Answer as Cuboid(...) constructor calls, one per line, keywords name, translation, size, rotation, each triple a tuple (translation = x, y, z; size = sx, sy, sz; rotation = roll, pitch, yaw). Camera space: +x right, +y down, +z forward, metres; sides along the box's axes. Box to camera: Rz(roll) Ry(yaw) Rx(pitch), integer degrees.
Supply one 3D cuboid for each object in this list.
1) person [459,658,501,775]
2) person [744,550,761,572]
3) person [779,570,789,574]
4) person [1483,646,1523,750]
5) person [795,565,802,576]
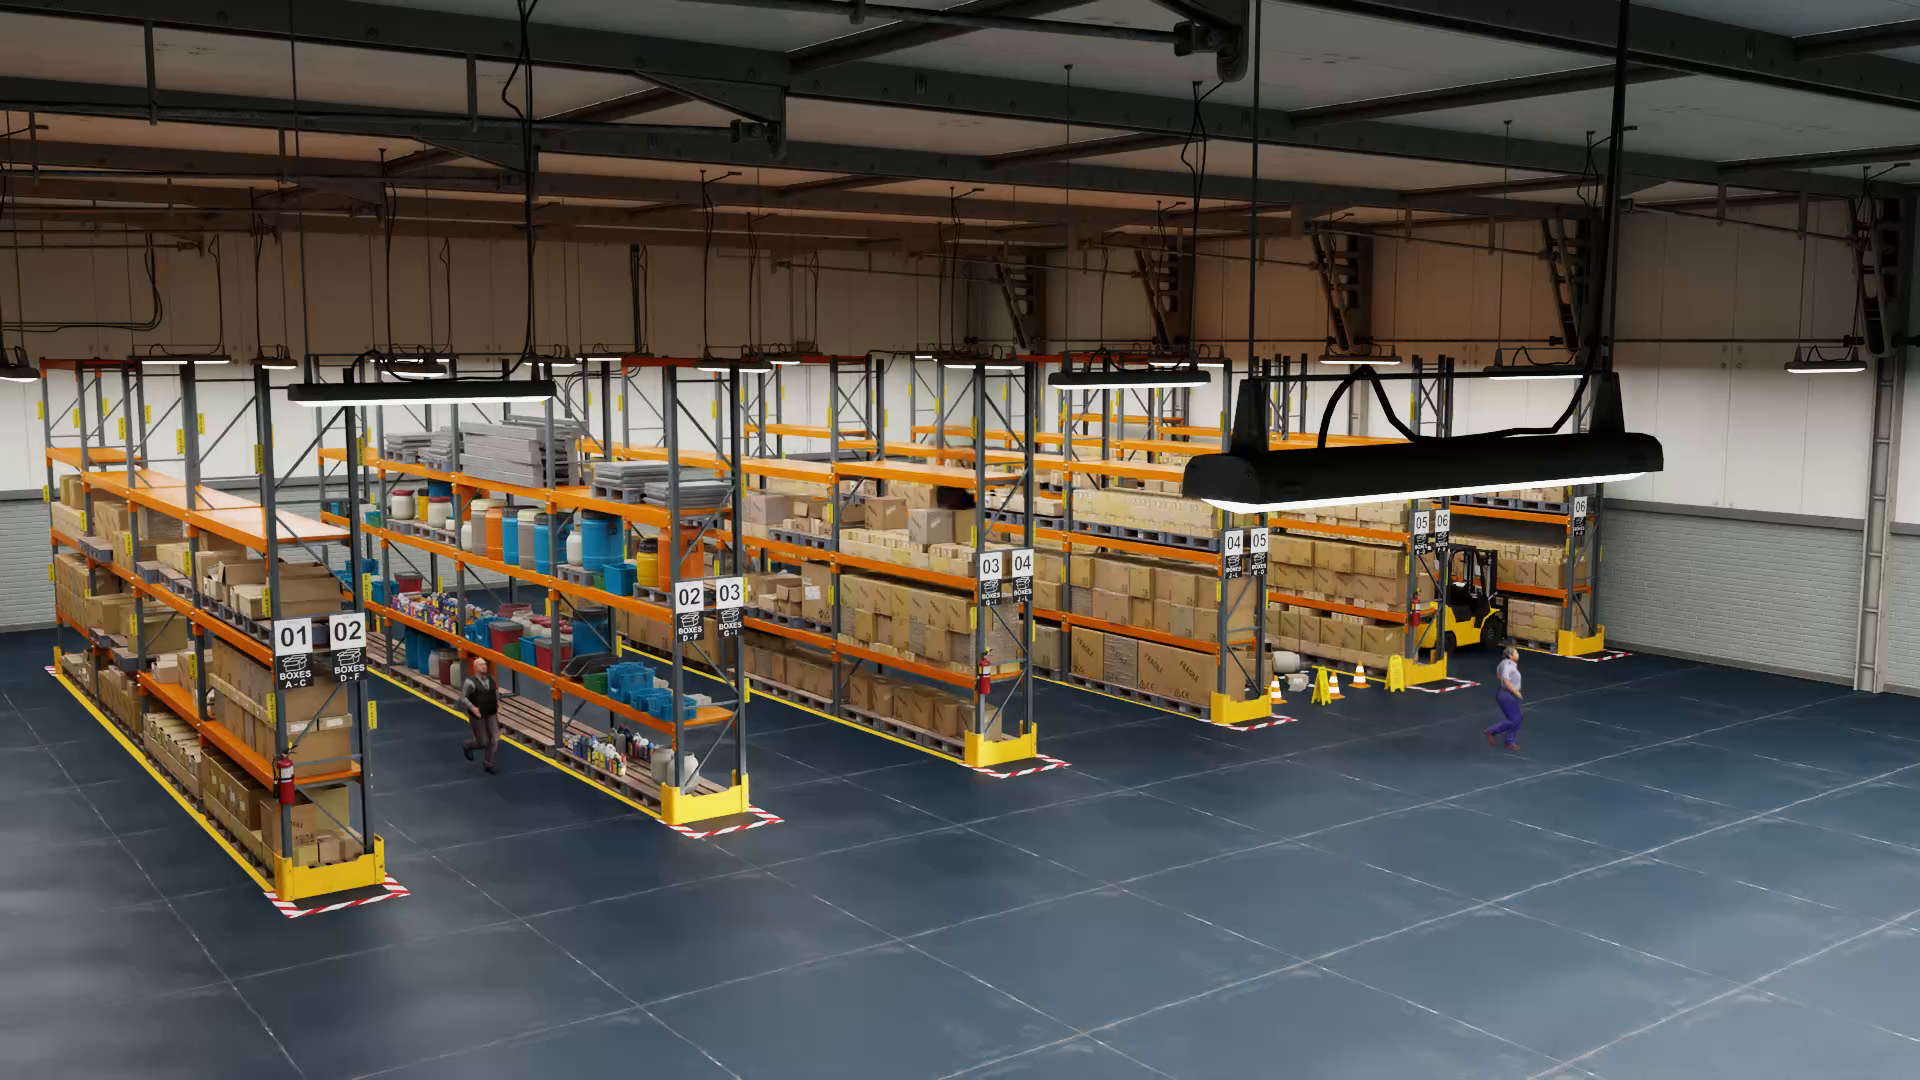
Cuboid(name="person", translation=(-7.028, 2.574, 24.438), size=(0.733, 1.694, 0.660), rotation=(6, 9, 41))
Cuboid(name="person", translation=(-5.144, 0.487, 41.779), size=(0.670, 1.659, 0.537), rotation=(-7, 10, -44))
Cuboid(name="person", translation=(-3.568, 1.455, 33.861), size=(0.683, 1.708, 0.575), rotation=(6, 9, 43))
Cuboid(name="person", translation=(8.437, 2.450, 25.796), size=(0.626, 1.630, 0.629), rotation=(1, 7, 8))
Cuboid(name="person", translation=(-3.996, 0.347, 42.725), size=(0.810, 1.765, 0.707), rotation=(-5, 9, -37))
